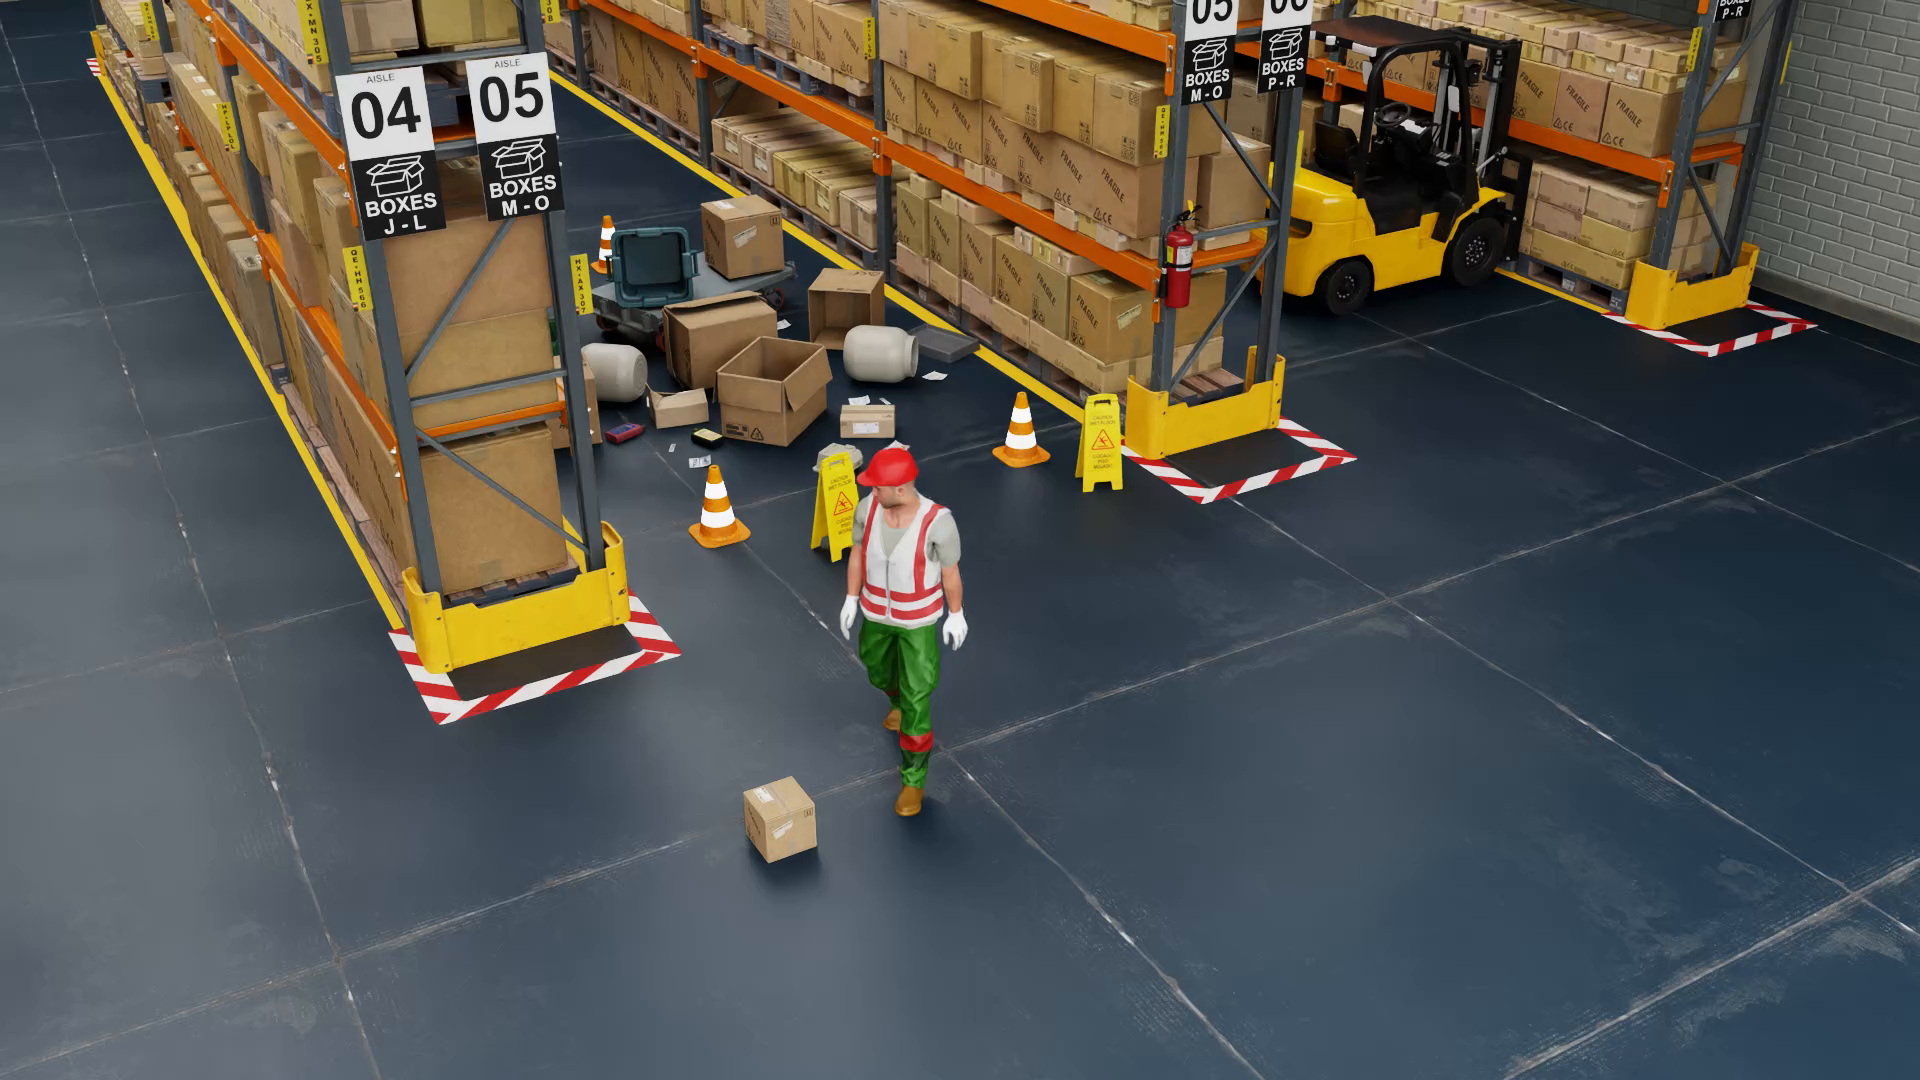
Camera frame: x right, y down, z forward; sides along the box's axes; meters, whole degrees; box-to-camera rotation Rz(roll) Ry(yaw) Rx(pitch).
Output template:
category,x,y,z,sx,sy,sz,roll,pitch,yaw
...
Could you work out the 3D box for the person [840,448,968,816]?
category,x,y,z,sx,sy,sz,roll,pitch,yaw
person,-0.281,0.361,7.883,0.588,1.764,0.871,11,31,19
